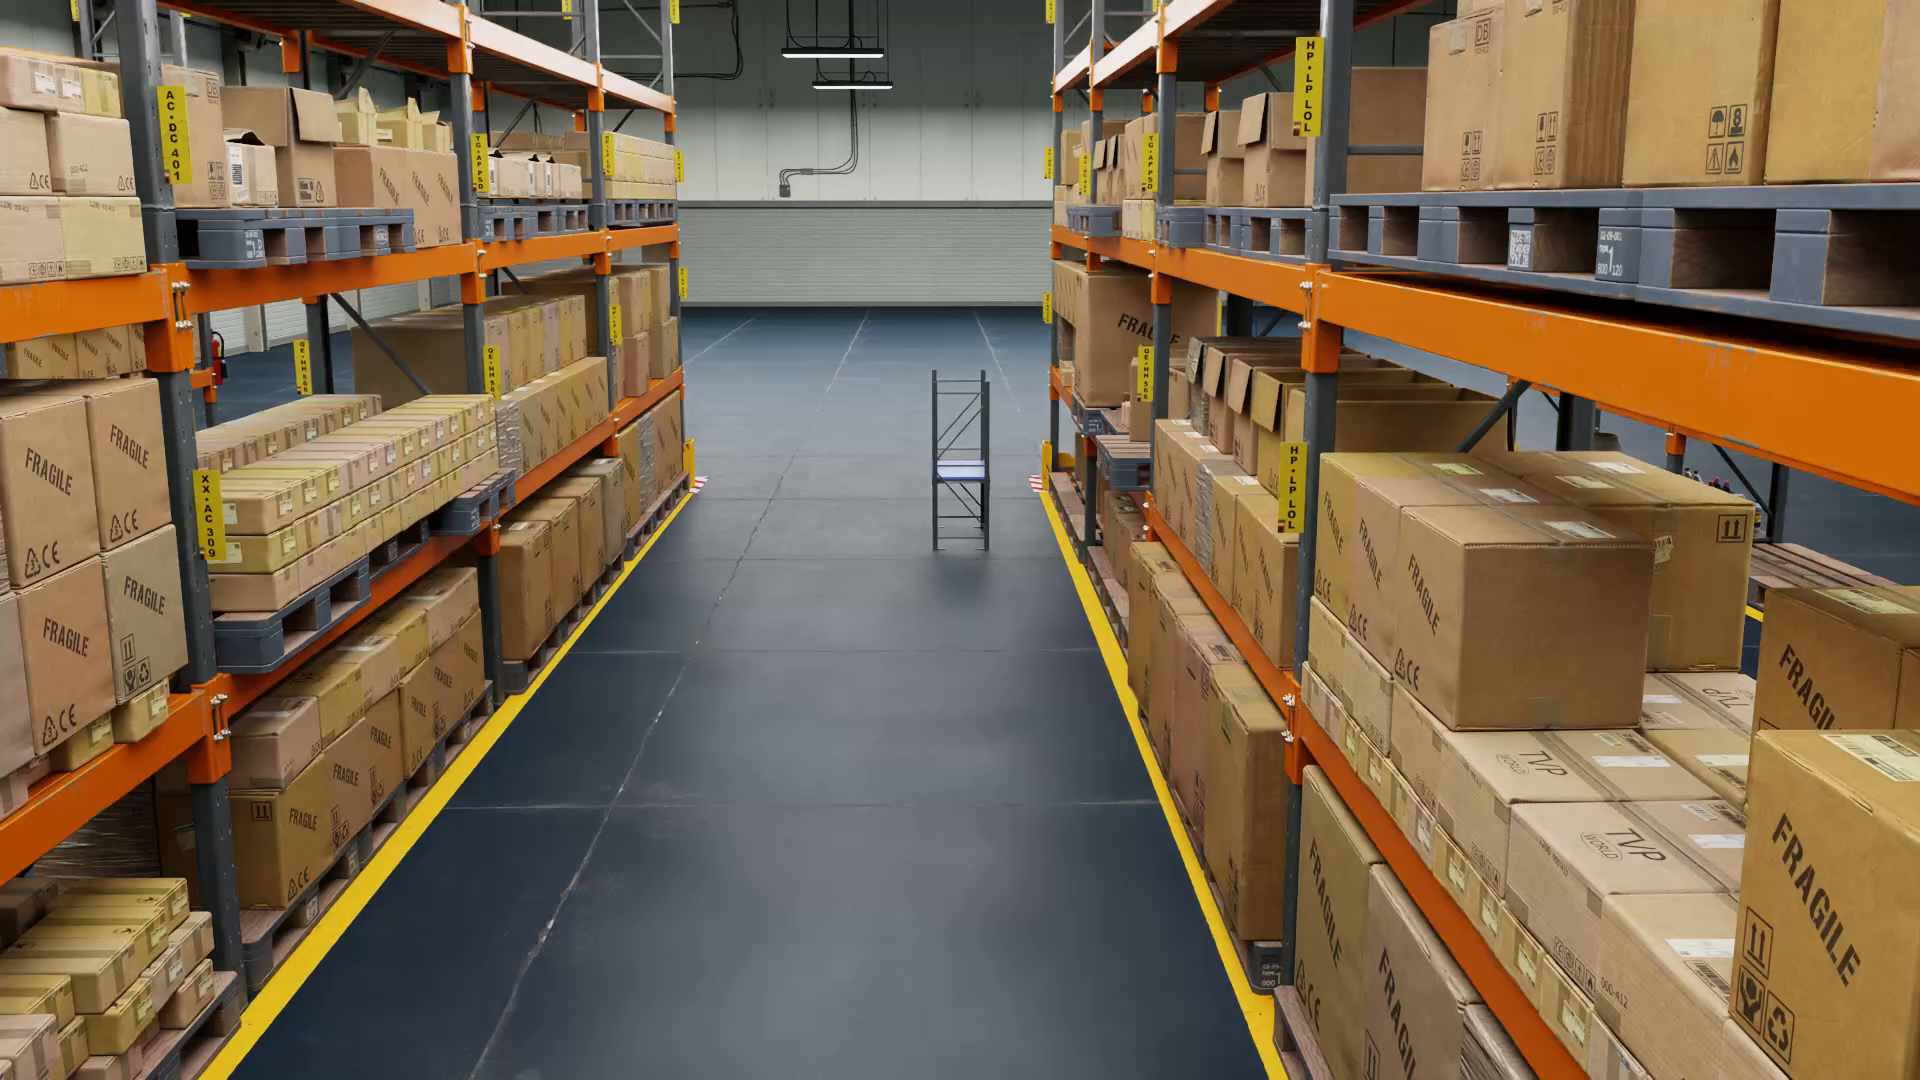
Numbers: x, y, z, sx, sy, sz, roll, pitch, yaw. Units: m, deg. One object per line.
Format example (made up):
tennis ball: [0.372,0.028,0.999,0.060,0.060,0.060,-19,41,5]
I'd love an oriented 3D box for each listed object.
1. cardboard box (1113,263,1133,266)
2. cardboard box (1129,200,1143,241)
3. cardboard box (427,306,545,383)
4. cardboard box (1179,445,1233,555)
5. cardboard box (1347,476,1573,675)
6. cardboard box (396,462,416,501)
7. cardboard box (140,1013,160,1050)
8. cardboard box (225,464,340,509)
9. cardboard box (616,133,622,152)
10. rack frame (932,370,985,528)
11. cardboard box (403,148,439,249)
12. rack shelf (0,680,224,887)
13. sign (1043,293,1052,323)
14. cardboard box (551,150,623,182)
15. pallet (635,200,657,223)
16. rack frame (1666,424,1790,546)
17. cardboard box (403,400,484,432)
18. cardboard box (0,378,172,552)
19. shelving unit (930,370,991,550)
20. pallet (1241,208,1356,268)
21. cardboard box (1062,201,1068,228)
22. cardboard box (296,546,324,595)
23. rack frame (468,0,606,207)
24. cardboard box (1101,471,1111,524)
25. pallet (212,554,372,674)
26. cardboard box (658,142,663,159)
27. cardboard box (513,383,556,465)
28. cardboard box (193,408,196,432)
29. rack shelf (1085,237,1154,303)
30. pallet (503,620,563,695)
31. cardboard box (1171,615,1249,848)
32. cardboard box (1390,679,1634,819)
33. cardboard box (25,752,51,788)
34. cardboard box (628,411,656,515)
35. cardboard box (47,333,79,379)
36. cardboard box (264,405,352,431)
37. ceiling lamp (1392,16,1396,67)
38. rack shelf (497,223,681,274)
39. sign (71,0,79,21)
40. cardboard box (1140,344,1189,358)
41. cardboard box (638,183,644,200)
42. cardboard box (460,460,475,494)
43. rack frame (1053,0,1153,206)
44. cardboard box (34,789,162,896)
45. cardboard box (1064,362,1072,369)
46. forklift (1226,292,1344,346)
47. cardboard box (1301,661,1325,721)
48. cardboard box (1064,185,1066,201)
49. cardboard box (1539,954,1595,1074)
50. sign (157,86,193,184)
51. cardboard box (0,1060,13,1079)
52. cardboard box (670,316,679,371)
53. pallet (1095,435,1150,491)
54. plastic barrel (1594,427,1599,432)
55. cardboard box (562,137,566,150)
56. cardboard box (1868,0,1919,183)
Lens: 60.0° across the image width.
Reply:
cardboard box: [1.760,-2.423,16.137,0.500,0.500,0.500,0,11,-1]
cardboard box: [1.364,-2.044,10.614,0.500,0.250,0.500,0,11,-1]
cardboard box: [-3.353,-1.388,11.779,0.700,0.500,0.500,0,11,-2]
cardboard box: [1.408,-0.202,8.452,0.500,0.500,0.500,0,11,-2]
cardboard box: [1.482,0.094,4.985,0.500,0.500,0.500,0,11,-1]
cardboard box: [-2.818,-0.280,7.911,0.380,0.149,0.250,0,11,-2]
cardboard box: [-2.965,1.660,5.638,0.380,0.149,0.250,0,11,0]
cardboard box: [-2.799,-0.221,6.874,0.380,0.149,0.250,0,11,-1]
cardboard box: [-3.075,-3.367,14.078,0.380,0.149,0.250,0,11,-2]
rack frame: [-0.012,-0.853,15.683,0.500,1.500,0.032,0,11,-1]
cardboard box: [-3.029,-1.762,8.597,0.500,0.500,0.500,0,11,-1]
rack shelf: [-3.194,1.090,4.142,1.077,0.370,4.000,0,11,-1]
sign: [0.935,-2.468,17.692,0.100,0.325,0.005,0,11,-1]
cardboard box: [-3.131,-3.146,13.989,0.500,0.250,0.500,0,11,-1]
pallet: [-3.430,-3.081,15.573,1.003,0.211,1.213,0,11,-1]
rack frame: [6.512,-1.271,13.970,1.000,3.000,0.127,0,11,-1]
cardboard box: [-2.847,-0.684,9.156,0.380,0.149,0.250,0,11,-2]
cardboard box: [-2.956,-0.253,5.436,0.500,0.500,0.500,-1,11,-3]
shelving unit: [-0.002,-0.752,15.184,0.538,1.500,1.048,0,11,-1]
pallet: [1.657,-1.219,6.649,0.805,0.209,1.217,-1,11,-3]
cardboard box: [1.252,-3.144,16.038,0.500,0.250,0.500,0,11,-1]
cardboard box: [-2.796,0.122,6.680,0.380,0.149,0.250,0,11,0]
rack frame: [-3.401,-4.190,13.272,1.000,3.000,0.127,0,11,-1]
cardboard box: [1.572,-0.425,15.031,0.500,0.500,0.500,4,12,17]
pallet: [-3.106,0.281,6.801,1.003,0.211,1.213,0,11,-1]
cardboard box: [-3.122,-3.820,16.311,0.380,0.149,0.250,0,11,0]
cardboard box: [-3.081,-0.796,11.377,0.500,0.500,0.500,0,11,-1]
cardboard box: [-8.153,-1.073,16.966,0.500,0.500,0.500,0,11,-1]
rack shelf: [1.601,-1.971,11.684,1.077,0.370,4.000,0,11,-1]
pallet: [-3.259,0.754,11.001,1.003,0.211,1.213,0,11,-1]
cardboard box: [1.673,0.870,7.703,1.225,0.875,0.875,-1,11,-3]
cardboard box: [1.495,0.564,4.556,0.500,0.250,0.500,0,11,0]
cardboard box: [-2.999,0.675,5.013,0.380,0.149,0.250,-1,11,-3]
cardboard box: [-3.367,-0.719,15.539,0.875,0.875,0.875,0,11,-1]
cardboard box: [-8.112,-1.593,14.558,0.500,0.500,0.500,0,11,-1]
cardboard box: [-3.494,-0.635,8.913,0.380,0.149,0.250,0,11,-1]
ceiling lamp: [11.714,-12.947,41.753,2.000,3.185,0.800,0,11,-1]
rack shelf: [-3.442,-2.765,15.602,1.077,0.370,4.000,0,11,-1]
sign: [-8.973,-5.439,16.881,0.100,0.325,0.005,0,11,-1]
cardboard box: [1.688,-1.163,12.121,0.797,0.503,0.637,1,12,5]
cardboard box: [-3.097,-3.179,15.155,0.380,0.149,0.250,0,11,-1]
cardboard box: [-2.840,-0.341,8.963,0.380,0.149,0.250,0,11,0]
rack frame: [1.477,-4.986,17.193,1.000,3.000,0.127,0,11,-1]
cardboard box: [-3.503,1.213,6.957,0.500,0.500,0.500,0,11,-2]
cardboard box: [1.247,-1.716,16.795,0.380,0.149,0.250,0,11,-1]
forklift: [3.037,-1.526,15.401,1.130,2.935,3.031,0,11,1]
cardboard box: [1.399,0.523,5.760,0.380,0.149,0.250,0,11,-1]
cardboard box: [1.223,-3.426,16.423,0.380,0.149,0.250,0,11,1]
cardboard box: [1.449,0.985,3.480,0.380,0.149,0.250,0,11,-2]
sign: [-2.693,-1.387,5.699,0.100,0.325,0.005,0,11,-1]
cardboard box: [-2.868,1.568,4.593,0.380,0.149,0.250,-1,11,-3]
cardboard box: [-3.431,-2.045,17.410,0.875,0.550,0.550,0,11,-1]
pallet: [1.521,-0.503,10.666,1.213,0.211,1.003,0,11,-1]
plastic barrel: [6.519,-0.922,17.452,0.421,0.512,0.421,0,11,0]
cardboard box: [-3.753,-3.565,15.053,0.380,0.149,0.250,0,11,-2]
cardboard box: [1.744,-0.742,2.261,0.700,0.500,0.500,-1,12,-5]
